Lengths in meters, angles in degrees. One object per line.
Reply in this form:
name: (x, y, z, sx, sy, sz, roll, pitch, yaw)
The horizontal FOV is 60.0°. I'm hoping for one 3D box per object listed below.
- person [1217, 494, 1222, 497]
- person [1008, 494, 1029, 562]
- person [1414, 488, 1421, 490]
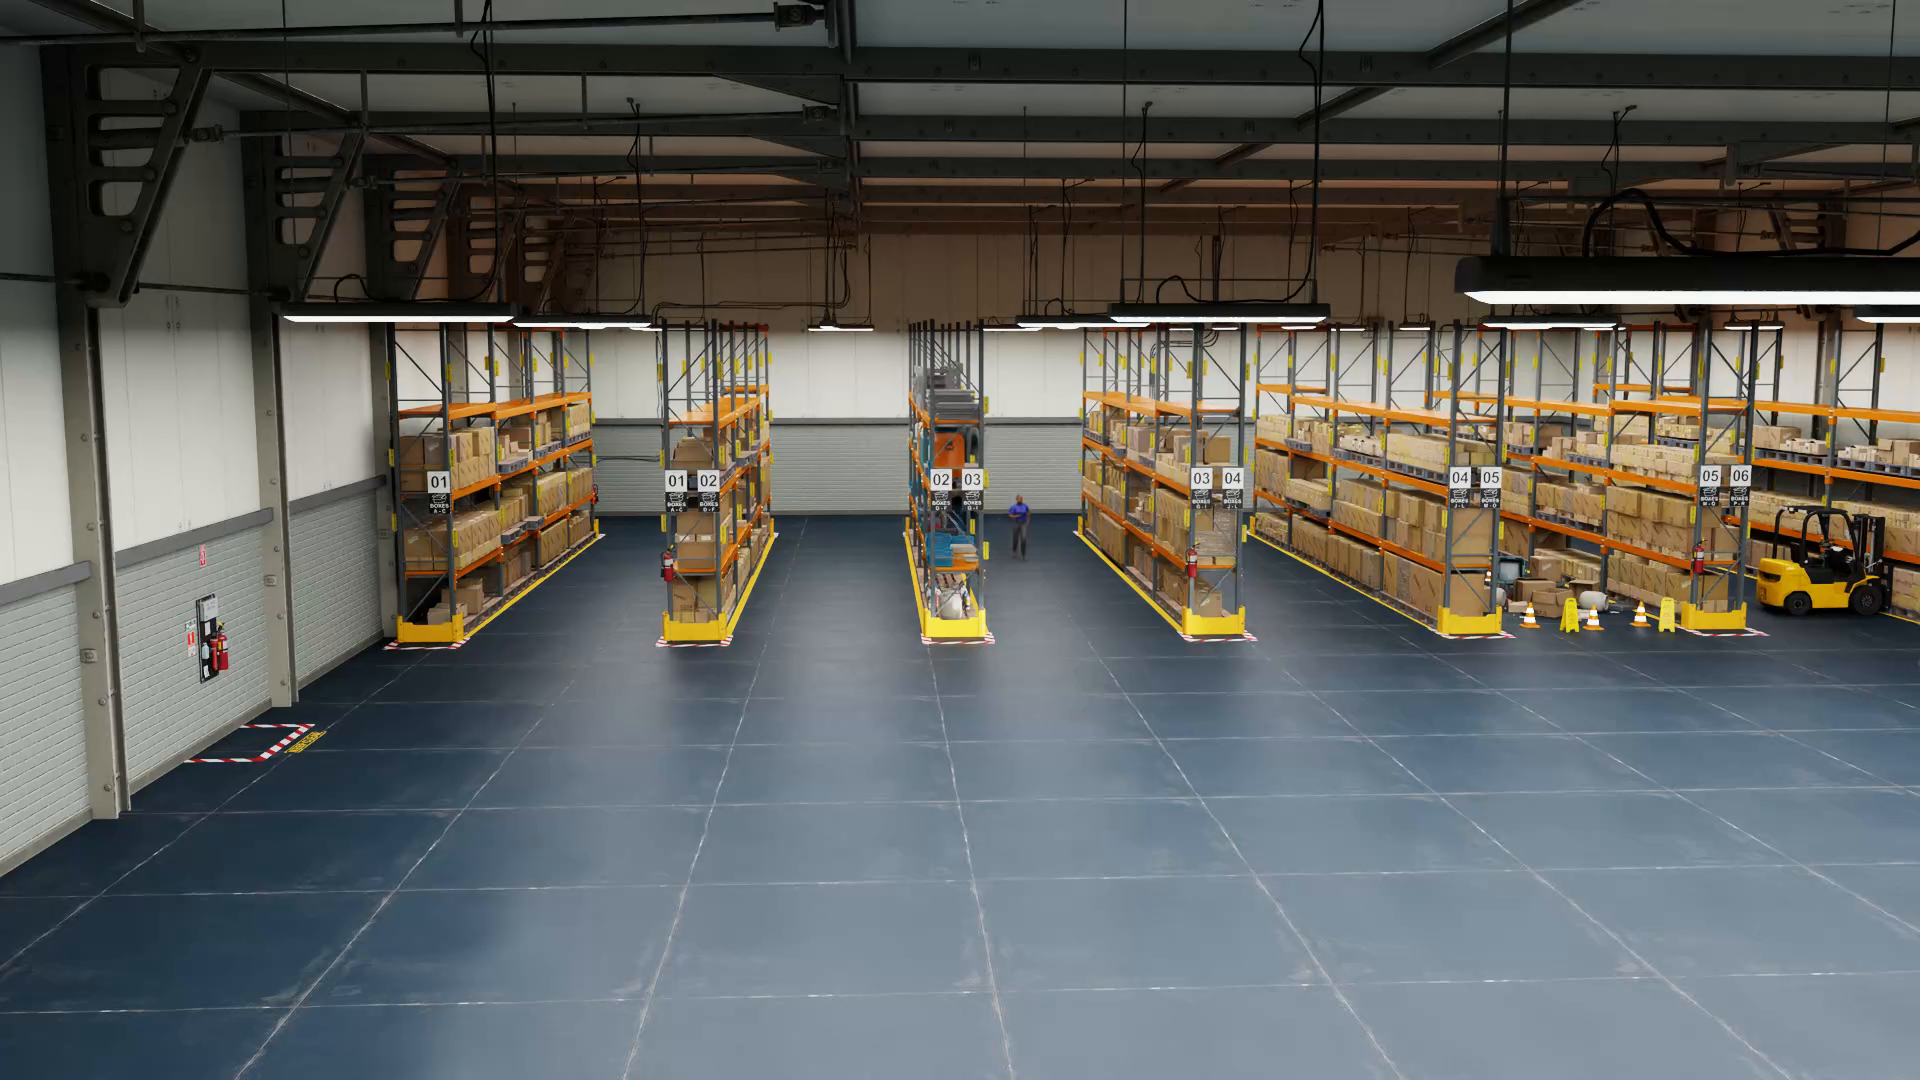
person: (7.266, -0.773, 45.838, 0.611, 1.560, 0.633, 0, 7, -3)
person: (1.501, -0.324, 42.202, 0.595, 1.685, 0.871, -1, 7, -9)
person: (13.873, -1.227, 49.579, 0.672, 1.726, 0.689, 2, 7, 14)
